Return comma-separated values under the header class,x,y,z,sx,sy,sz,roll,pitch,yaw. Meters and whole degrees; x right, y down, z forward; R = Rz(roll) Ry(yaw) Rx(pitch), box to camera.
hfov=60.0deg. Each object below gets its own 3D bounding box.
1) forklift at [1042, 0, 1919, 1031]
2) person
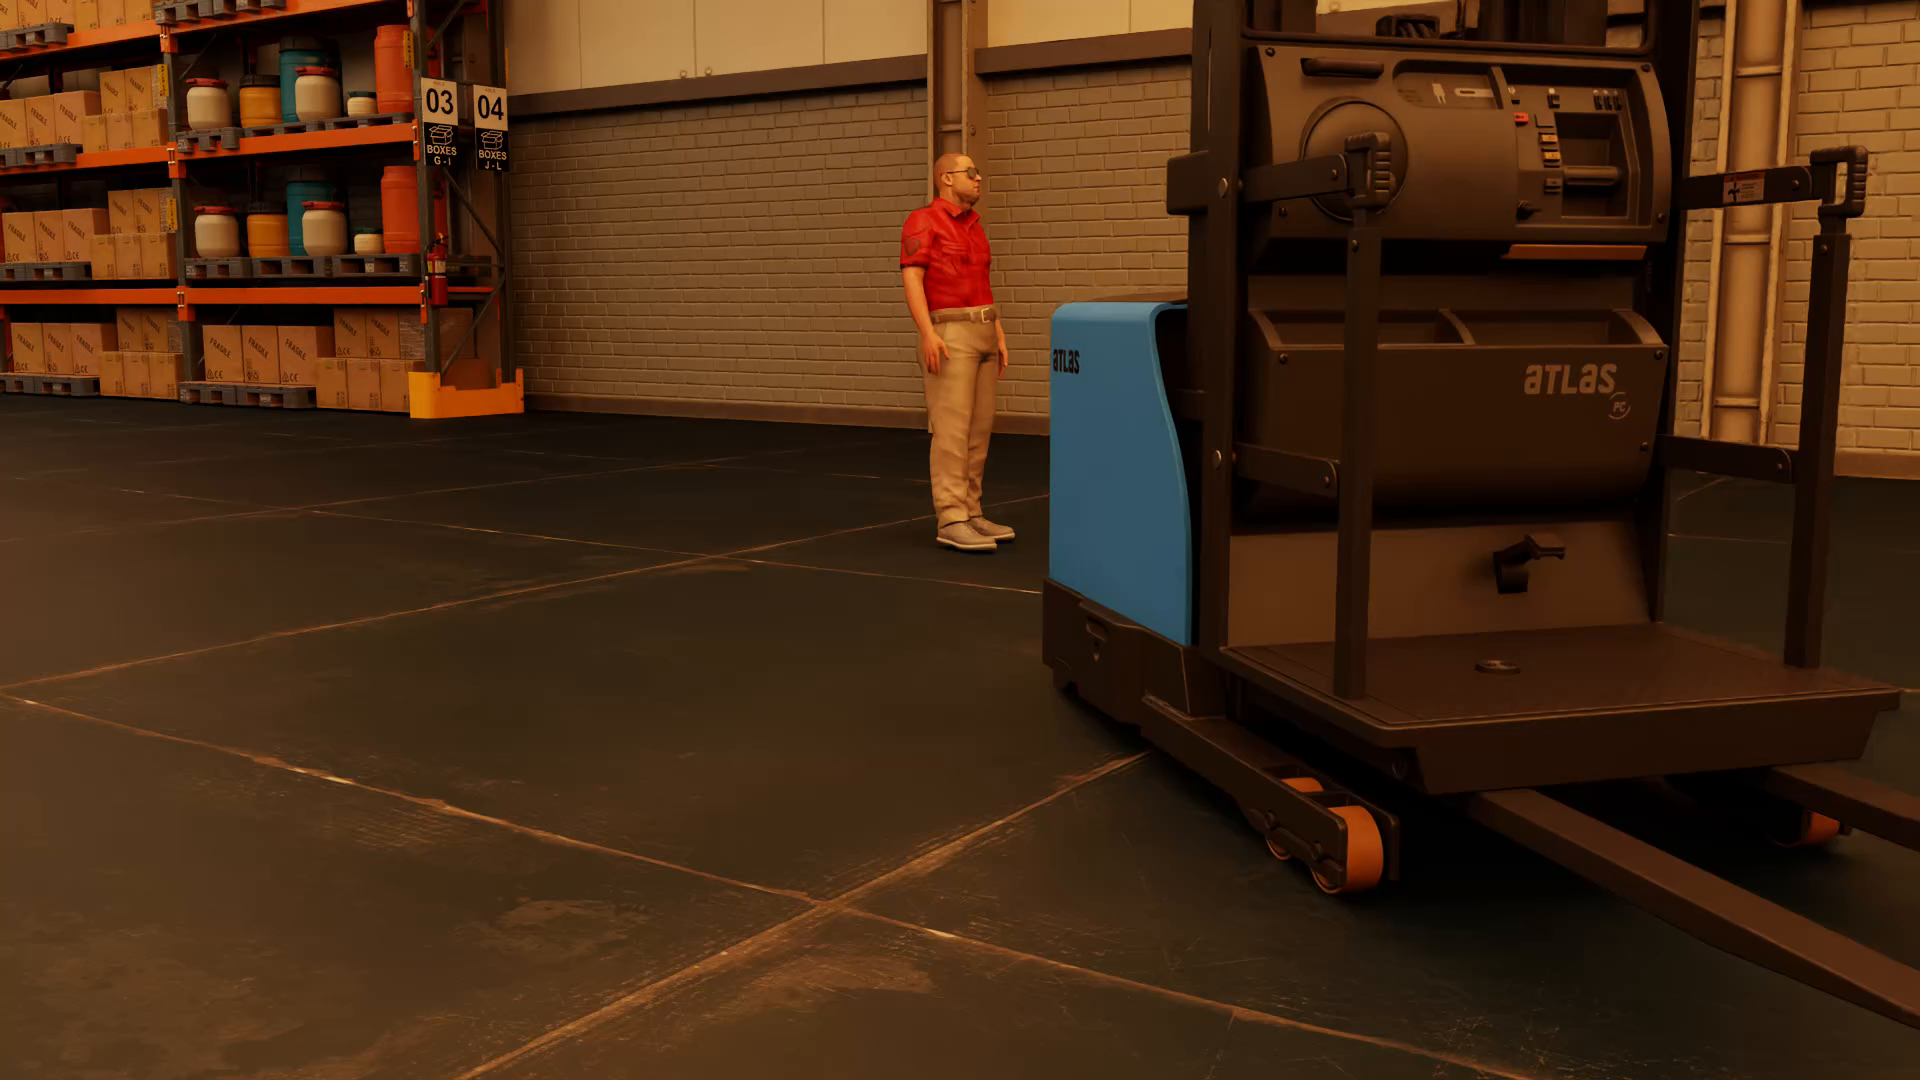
class,x,y,z,sx,sy,sz,roll,pitch,yaw
forklift,1.114,-0.862,3.253,1.130,2.935,3.031,-2,8,-15
person,0.068,-0.855,7.422,0.550,1.727,0.642,5,10,34
